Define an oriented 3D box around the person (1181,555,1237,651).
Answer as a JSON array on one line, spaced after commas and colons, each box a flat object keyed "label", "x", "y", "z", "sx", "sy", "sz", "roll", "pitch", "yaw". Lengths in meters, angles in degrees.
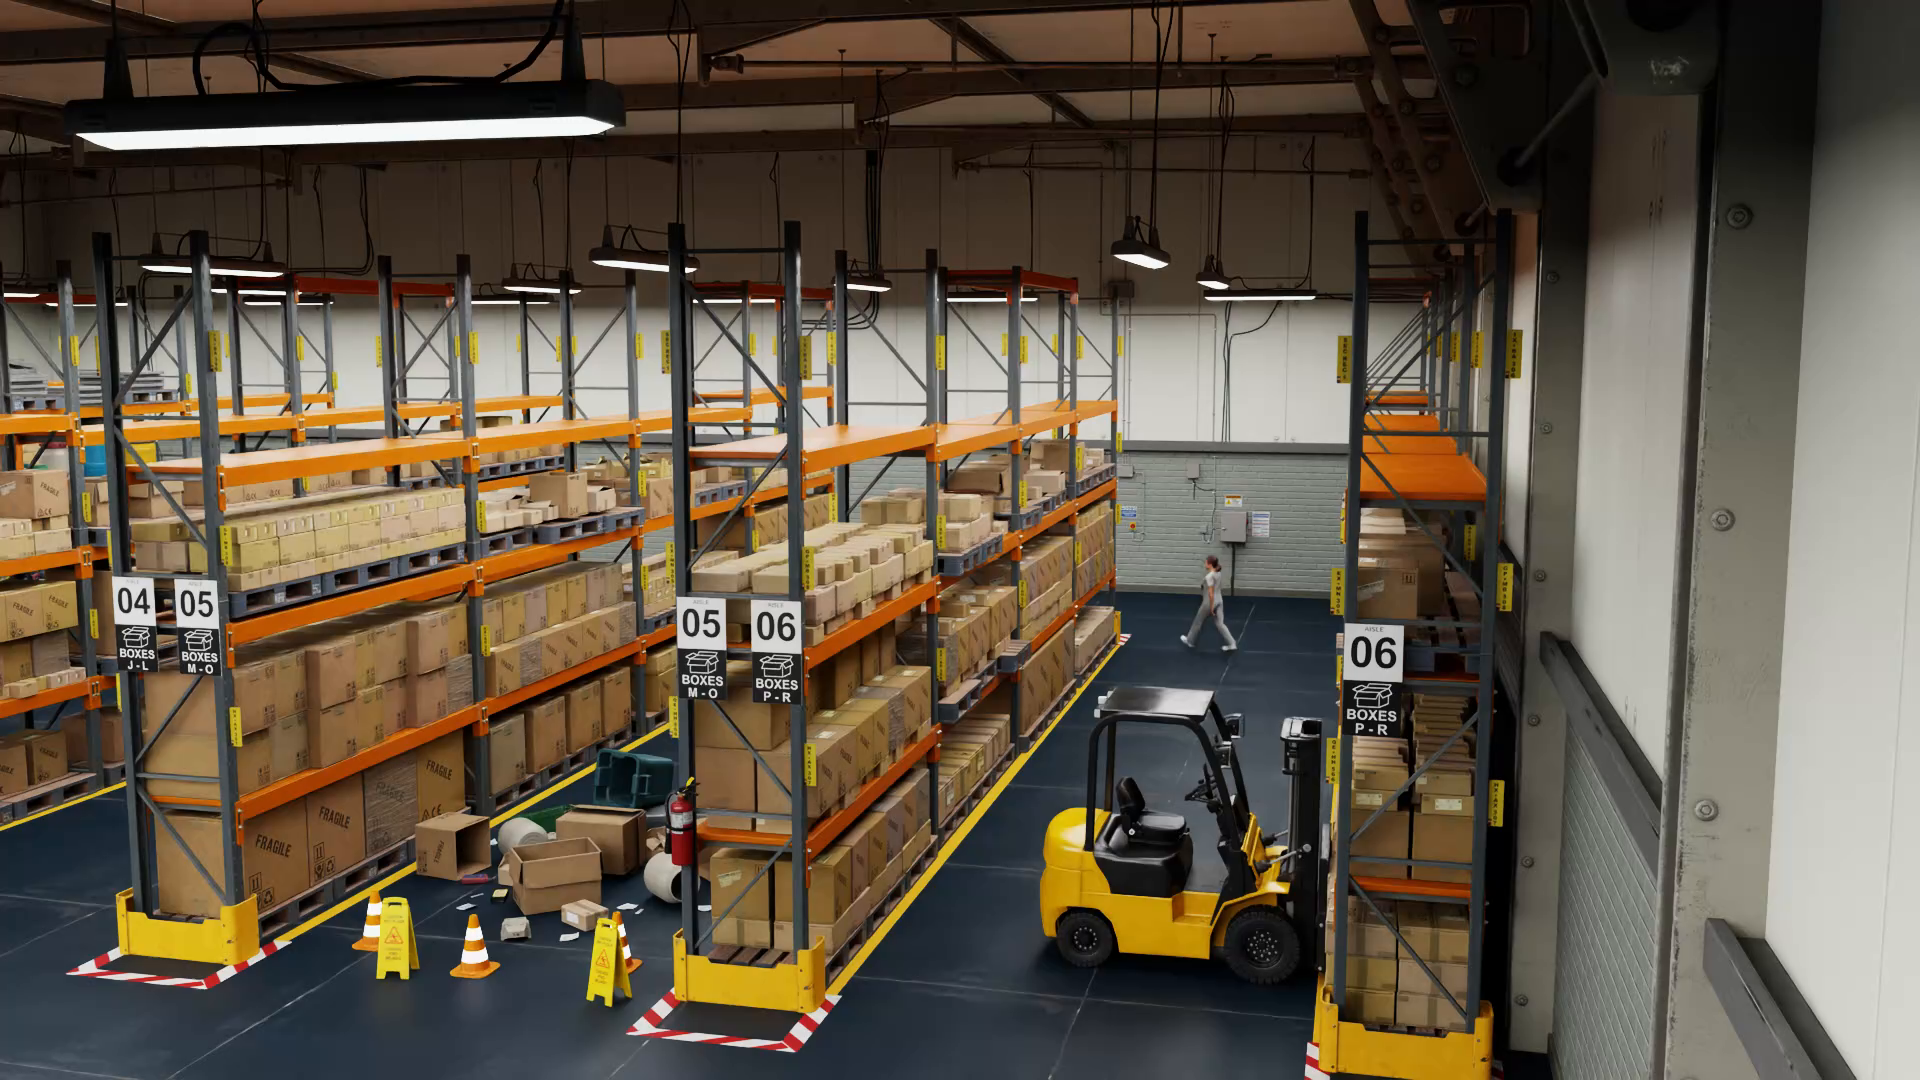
[{"label": "person", "x": 4.108, "y": 1.033, "z": 27.437, "sx": 0.425, "sy": 1.588, "sz": 1.121, "roll": -6, "pitch": 9, "yaw": -42}]
